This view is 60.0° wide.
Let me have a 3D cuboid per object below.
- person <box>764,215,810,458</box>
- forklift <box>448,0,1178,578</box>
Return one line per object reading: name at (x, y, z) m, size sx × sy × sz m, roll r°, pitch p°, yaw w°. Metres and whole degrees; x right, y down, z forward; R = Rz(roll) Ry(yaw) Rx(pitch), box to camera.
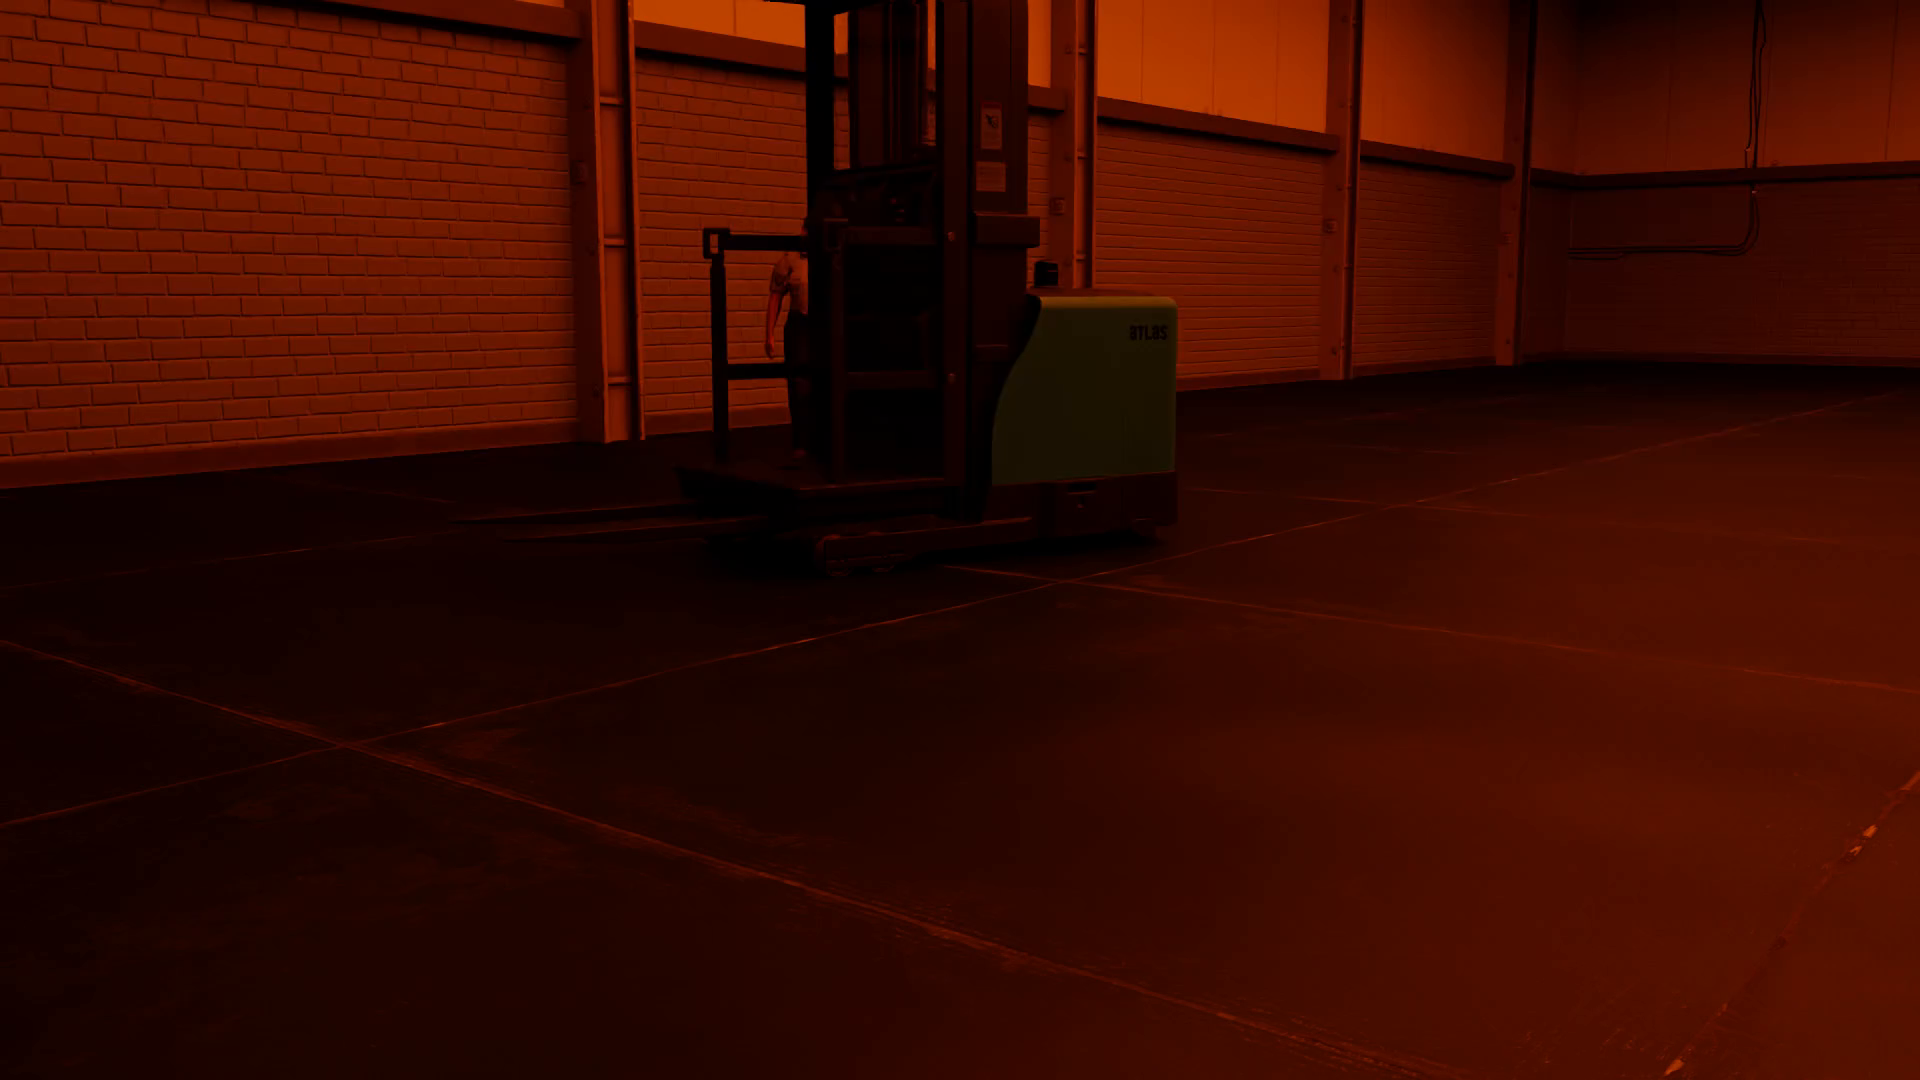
person at (-0.919, -1.332, 10.906) m, size 0.722 × 1.627 × 0.398 m, roll -2°, pitch 8°, yaw -11°
forklift at (-0.535, -1.391, 6.789) m, size 3.031 × 2.935 × 1.130 m, roll -6°, pitch 10°, yaw -34°
